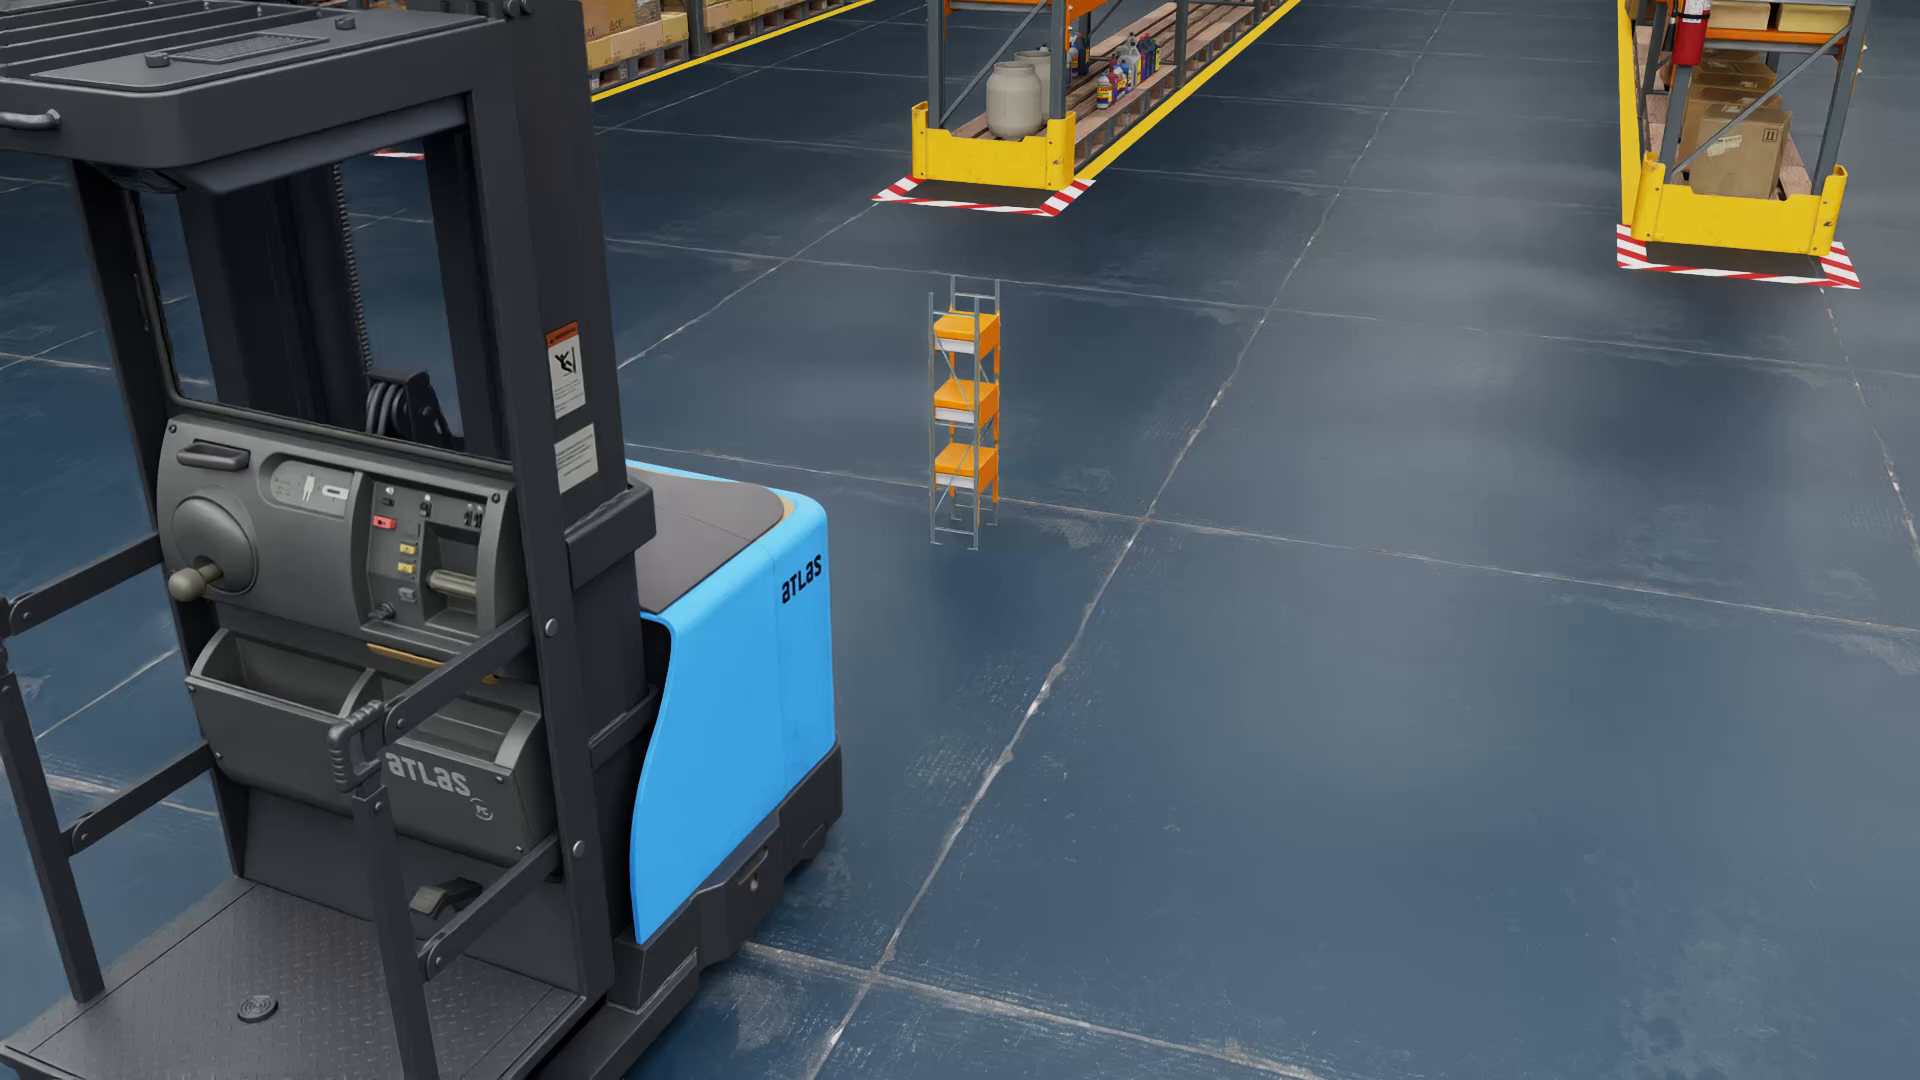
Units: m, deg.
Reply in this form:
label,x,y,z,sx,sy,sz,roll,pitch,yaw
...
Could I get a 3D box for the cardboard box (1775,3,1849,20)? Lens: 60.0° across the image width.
label,x,y,z,sx,sy,sz,roll,pitch,yaw
cardboard box,5.351,-3.318,10.449,0.380,0.149,0.250,9,27,17

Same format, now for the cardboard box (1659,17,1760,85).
label,x,y,z,sx,sy,sz,roll,pitch,yaw
cardboard box,6.486,-4.214,14.376,0.700,0.500,0.500,7,27,13

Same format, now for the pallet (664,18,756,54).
label,x,y,z,sx,sy,sz,roll,pitch,yaw
pallet,-2.871,-5.384,17.627,1.003,0.211,1.213,9,27,17

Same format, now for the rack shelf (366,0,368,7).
label,x,y,z,sx,sy,sz,roll,pitch,yaw
rack shelf,-3.745,-5.185,14.842,1.077,0.370,4.000,9,27,17

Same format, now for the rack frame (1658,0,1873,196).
label,x,y,z,sx,sy,sz,roll,pitch,yaw
rack frame,4.930,-3.248,10.017,1.000,3.000,0.127,9,27,17

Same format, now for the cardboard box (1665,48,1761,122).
label,x,y,z,sx,sy,sz,roll,pitch,yaw
cardboard box,5.907,-3.561,13.049,0.500,0.500,0.500,19,32,34

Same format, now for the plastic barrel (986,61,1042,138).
label,x,y,z,sx,sy,sz,roll,pitch,yaw
plastic barrel,0.406,-3.317,12.533,0.421,0.512,0.421,0,26,0

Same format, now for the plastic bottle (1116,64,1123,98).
label,x,y,z,sx,sy,sz,roll,pitch,yaw
plastic bottle,1.304,-3.819,13.821,0.097,0.271,0.097,0,26,0

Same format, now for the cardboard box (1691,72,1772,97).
label,x,y,z,sx,sy,sz,roll,pitch,yaw
cardboard box,5.546,-3.072,12.039,0.500,0.500,0.500,11,28,22

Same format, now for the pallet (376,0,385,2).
label,x,y,z,sx,sy,sz,roll,pitch,yaw
pallet,-7.090,-6.615,20.171,1.003,0.211,1.213,9,27,17

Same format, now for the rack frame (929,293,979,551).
label,x,y,z,sx,sy,sz,roll,pitch,yaw
rack frame,-0.023,-0.444,6.463,0.200,1.050,0.008,9,27,17

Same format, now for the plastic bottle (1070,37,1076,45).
label,x,y,z,sx,sy,sz,roll,pitch,yaw
plastic bottle,0.989,-4.378,14.971,0.152,0.276,0.135,10,27,19

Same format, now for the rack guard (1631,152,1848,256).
label,x,y,z,sx,sy,sz,roll,pitch,yaw
rack guard,4.955,-2.155,10.626,1.175,0.500,0.348,9,27,17

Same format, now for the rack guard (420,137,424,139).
label,x,y,z,sx,sy,sz,roll,pitch,yaw
rack guard,-4.419,-3.552,13.512,1.175,0.500,0.348,9,27,17

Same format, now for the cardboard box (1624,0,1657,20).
label,x,y,z,sx,sy,sz,roll,pitch,yaw
cardboard box,7.841,-6.049,17.758,1.225,0.875,0.875,7,27,15

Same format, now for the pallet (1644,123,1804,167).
label,x,y,z,sx,sy,sz,roll,pitch,yaw
pallet,5.667,-2.853,12.400,1.003,0.211,1.213,9,27,17

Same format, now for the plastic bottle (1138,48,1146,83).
label,x,y,z,sx,sy,sz,roll,pitch,yaw
plastic bottle,1.569,-4.128,14.445,0.061,0.283,0.133,11,28,21

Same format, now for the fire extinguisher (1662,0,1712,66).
label,x,y,z,sx,sy,sz,roll,pitch,yaw
fire extinguisher,4.457,-3.233,10.075,0.296,0.674,0.183,9,27,17

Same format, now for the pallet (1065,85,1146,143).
label,x,y,z,sx,sy,sz,roll,pitch,yaw
pallet,0.923,-3.582,13.907,1.003,0.211,1.213,9,27,17

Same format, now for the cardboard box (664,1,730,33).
label,x,y,z,sx,sy,sz,roll,pitch,yaw
cardboard box,-2.712,-5.412,17.158,0.500,0.250,0.500,8,27,16

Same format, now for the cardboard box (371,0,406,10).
label,x,y,z,sx,sy,sz,roll,pitch,yaw
cardboard box,-4.513,-4.239,13.876,0.500,0.500,0.500,9,27,17

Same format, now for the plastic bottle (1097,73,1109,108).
label,x,y,z,sx,sy,sz,roll,pitch,yaw
plastic bottle,1.156,-3.637,13.445,0.097,0.271,0.097,0,26,0

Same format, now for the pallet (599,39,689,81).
label,x,y,z,sx,sy,sz,roll,pitch,yaw
pallet,-3.384,-4.755,16.328,1.003,0.211,1.213,9,27,17

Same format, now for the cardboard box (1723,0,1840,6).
label,x,y,z,sx,sy,sz,roll,pitch,yaw
cardboard box,5.139,-3.649,10.389,0.875,0.500,0.500,9,27,17

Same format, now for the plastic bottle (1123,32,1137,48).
label,x,y,z,sx,sy,sz,roll,pitch,yaw
plastic bottle,1.512,-4.331,14.787,0.144,0.351,0.185,9,27,17

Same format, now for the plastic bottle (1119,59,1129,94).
label,x,y,z,sx,sy,sz,roll,pitch,yaw
plastic bottle,1.371,-3.902,13.993,0.097,0.271,0.097,0,26,0

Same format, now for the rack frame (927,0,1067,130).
label,x,y,z,sx,sy,sz,roll,pitch,yaw
rack frame,0.259,-3.967,11.501,1.000,3.000,0.127,9,27,17

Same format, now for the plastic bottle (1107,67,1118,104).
label,x,y,z,sx,sy,sz,roll,pitch,yaw
plastic bottle,1.249,-3.732,13.629,0.061,0.283,0.133,9,27,18

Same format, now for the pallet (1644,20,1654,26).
label,x,y,z,sx,sy,sz,roll,pitch,yaw
pallet,7.926,-5.594,18.061,1.003,0.211,1.213,9,27,17

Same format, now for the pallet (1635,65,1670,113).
label,x,y,z,sx,sy,sz,roll,pitch,yaw
pallet,6.519,-3.957,14.681,1.003,0.211,1.213,9,27,17

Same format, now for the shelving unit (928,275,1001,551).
label,x,y,z,sx,sy,sz,roll,pitch,yaw
shelving unit,0.018,-0.495,6.567,0.215,1.050,0.252,9,27,17

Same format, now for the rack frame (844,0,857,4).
label,x,y,z,sx,sy,sz,roll,pitch,yaw
rack frame,-1.748,-7.974,19.777,1.000,3.000,0.127,9,27,17

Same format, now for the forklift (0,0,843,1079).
label,x,y,z,sx,sy,sz,roll,pitch,yaw
forklift,-1.423,0.025,3.335,1.130,2.935,3.031,11,28,22

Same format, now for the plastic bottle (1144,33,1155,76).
label,x,y,z,sx,sy,sz,roll,pitch,yaw
plastic bottle,1.648,-4.310,14.744,0.144,0.351,0.185,8,27,16

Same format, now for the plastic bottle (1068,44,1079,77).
label,x,y,z,sx,sy,sz,roll,pitch,yaw
plastic bottle,0.996,-4.232,14.674,0.097,0.271,0.097,0,26,0

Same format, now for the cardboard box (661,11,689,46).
label,x,y,z,sx,sy,sz,roll,pitch,yaw
cardboard box,-3.028,-5.060,16.431,0.500,0.250,0.500,9,27,17

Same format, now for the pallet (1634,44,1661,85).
label,x,y,z,sx,sy,sz,roll,pitch,yaw
pallet,6.923,-4.460,15.720,1.003,0.211,1.213,9,27,17

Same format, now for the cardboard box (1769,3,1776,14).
label,x,y,z,sx,sy,sz,roll,pitch,yaw
cardboard box,5.512,-3.524,10.875,0.380,0.149,0.250,9,27,17

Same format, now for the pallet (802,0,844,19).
label,x,y,z,sx,sy,sz,roll,pitch,yaw
pallet,-2.059,-6.386,19.698,1.003,0.211,1.213,9,27,17

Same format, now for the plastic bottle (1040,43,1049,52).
label,x,y,z,sx,sy,sz,roll,pitch,yaw
plastic bottle,0.726,-4.092,14.295,0.144,0.351,0.185,9,27,17

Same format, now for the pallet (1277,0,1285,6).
label,x,y,z,sx,sy,sz,roll,pitch,yaw
pallet,3.552,-6.829,20.612,1.003,0.211,1.213,9,27,17

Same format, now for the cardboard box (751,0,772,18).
label,x,y,z,sx,sy,sz,roll,pitch,yaw
cardboard box,-2.370,-5.835,18.032,0.500,0.250,0.500,8,27,16

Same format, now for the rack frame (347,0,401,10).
label,x,y,z,sx,sy,sz,roll,pitch,yaw
rack frame,-4.411,-4.687,12.987,1.000,3.000,0.127,9,27,17

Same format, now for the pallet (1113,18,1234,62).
label,x,y,z,sx,sy,sz,roll,pitch,yaw
pallet,2.219,-5.187,17.220,1.003,0.211,1.213,9,27,17

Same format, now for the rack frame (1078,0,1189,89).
label,x,y,z,sx,sy,sz,roll,pitch,yaw
rack frame,1.590,-5.610,14.896,1.000,3.000,0.127,9,27,17

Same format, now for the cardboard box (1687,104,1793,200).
label,x,y,z,sx,sy,sz,roll,pitch,yaw
cardboard box,5.154,-2.567,10.995,0.500,0.500,0.500,14,29,27

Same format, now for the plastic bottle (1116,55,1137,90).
label,x,y,z,sx,sy,sz,roll,pitch,yaw
plastic bottle,1.419,-3.998,14.187,0.152,0.276,0.135,9,27,18

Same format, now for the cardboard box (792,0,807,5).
label,x,y,z,sx,sy,sz,roll,pitch,yaw
cardboard box,-2.032,-6.255,18.901,0.500,0.250,0.500,9,27,19

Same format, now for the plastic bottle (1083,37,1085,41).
label,x,y,z,sx,sy,sz,roll,pitch,yaw
plastic bottle,1.090,-4.366,14.939,0.061,0.283,0.133,9,27,17

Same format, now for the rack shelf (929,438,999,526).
label,x,y,z,sx,sy,sz,roll,pitch,yaw
rack shelf,0.018,-0.235,6.692,0.215,0.259,0.240,9,27,17

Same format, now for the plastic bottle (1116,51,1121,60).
label,x,y,z,sx,sy,sz,roll,pitch,yaw
plastic bottle,1.371,-4.072,14.331,0.061,0.283,0.133,9,27,17

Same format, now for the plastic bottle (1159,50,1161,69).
label,x,y,z,sx,sy,sz,roll,pitch,yaw
plastic bottle,1.763,-4.355,15.008,0.097,0.201,0.097,0,26,0

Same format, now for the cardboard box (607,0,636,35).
label,x,y,z,sx,sy,sz,roll,pitch,yaw
cardboard box,-3.368,-4.987,15.421,0.500,0.500,0.500,9,27,17

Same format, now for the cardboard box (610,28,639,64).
label,x,y,z,sx,sy,sz,roll,pitch,yaw
cardboard box,-3.356,-4.648,15.581,0.500,0.250,0.500,9,27,17
